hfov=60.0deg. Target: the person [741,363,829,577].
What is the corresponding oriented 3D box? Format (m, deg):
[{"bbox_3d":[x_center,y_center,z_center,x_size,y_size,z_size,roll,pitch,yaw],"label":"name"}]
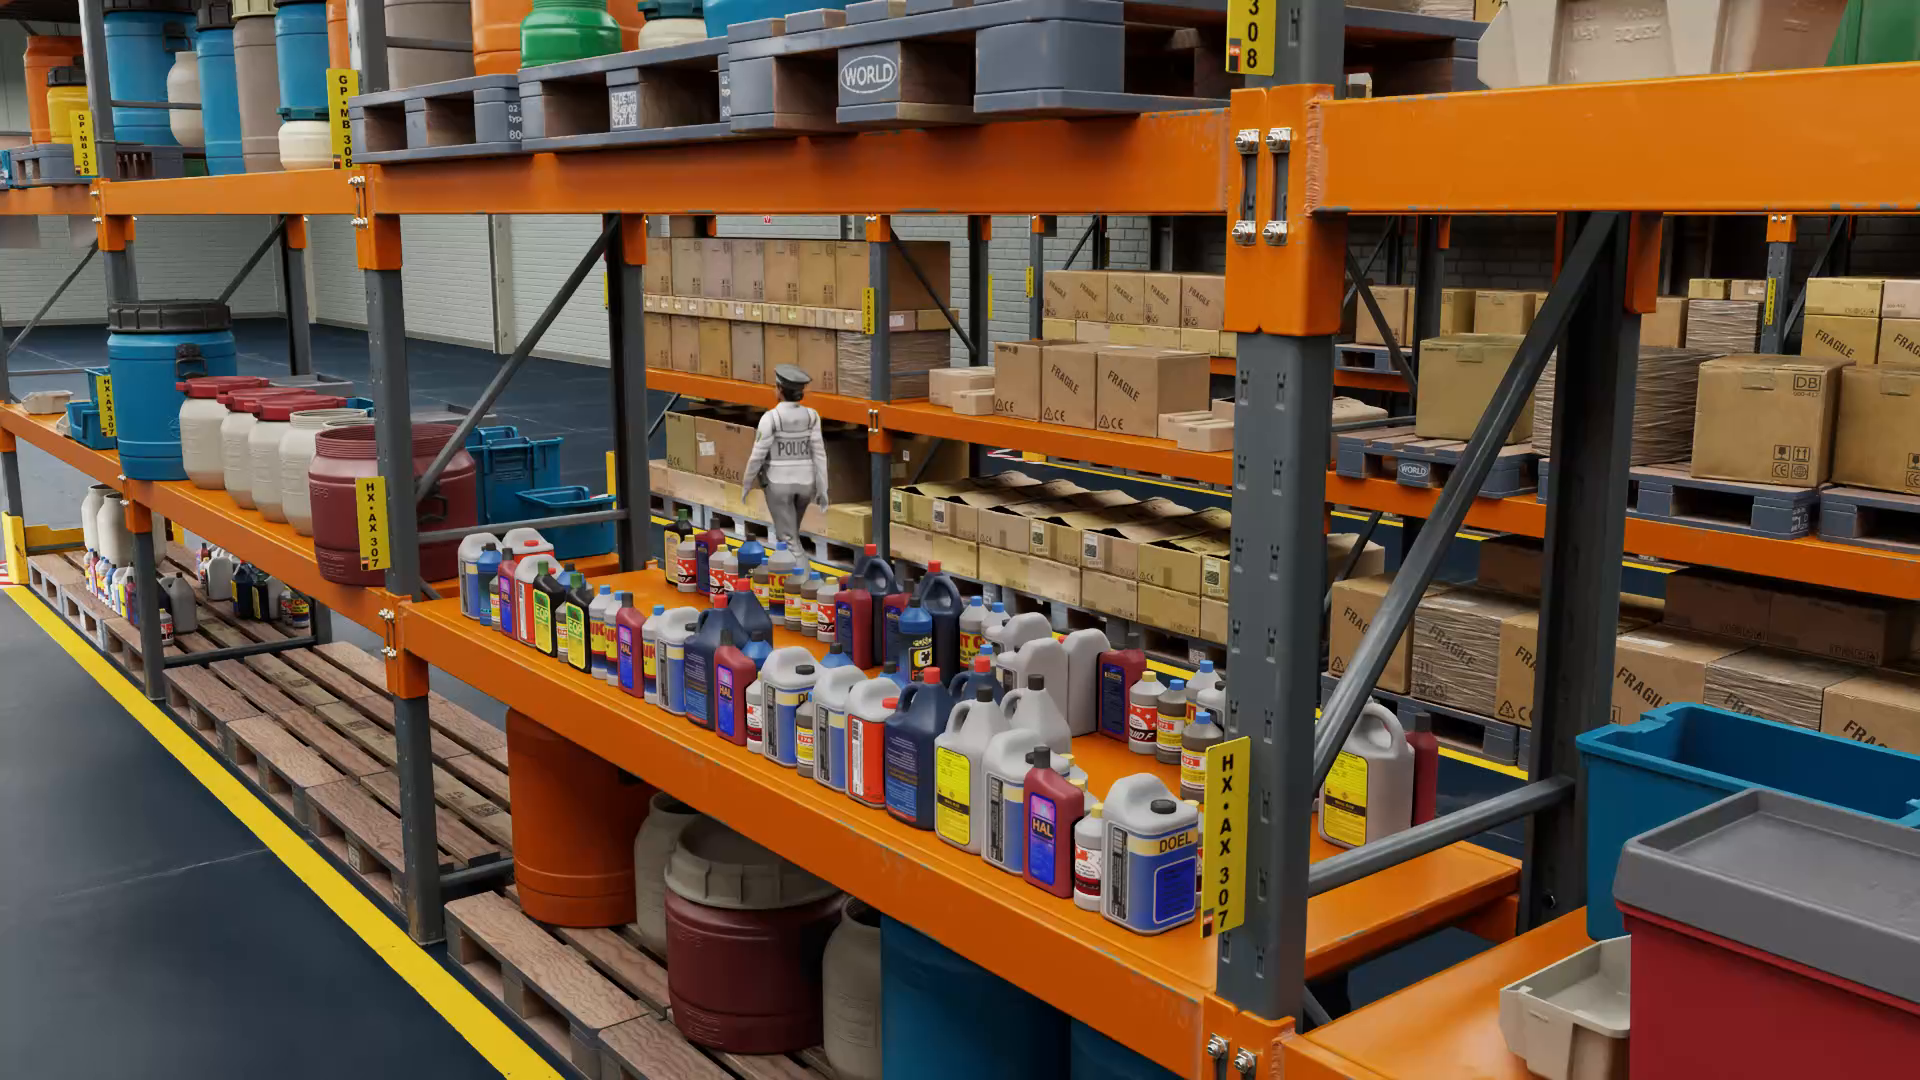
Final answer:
[{"bbox_3d":[-1.208,-0.351,11.127,0.520,1.672,0.865,-9,14,-38],"label":"person"}]
